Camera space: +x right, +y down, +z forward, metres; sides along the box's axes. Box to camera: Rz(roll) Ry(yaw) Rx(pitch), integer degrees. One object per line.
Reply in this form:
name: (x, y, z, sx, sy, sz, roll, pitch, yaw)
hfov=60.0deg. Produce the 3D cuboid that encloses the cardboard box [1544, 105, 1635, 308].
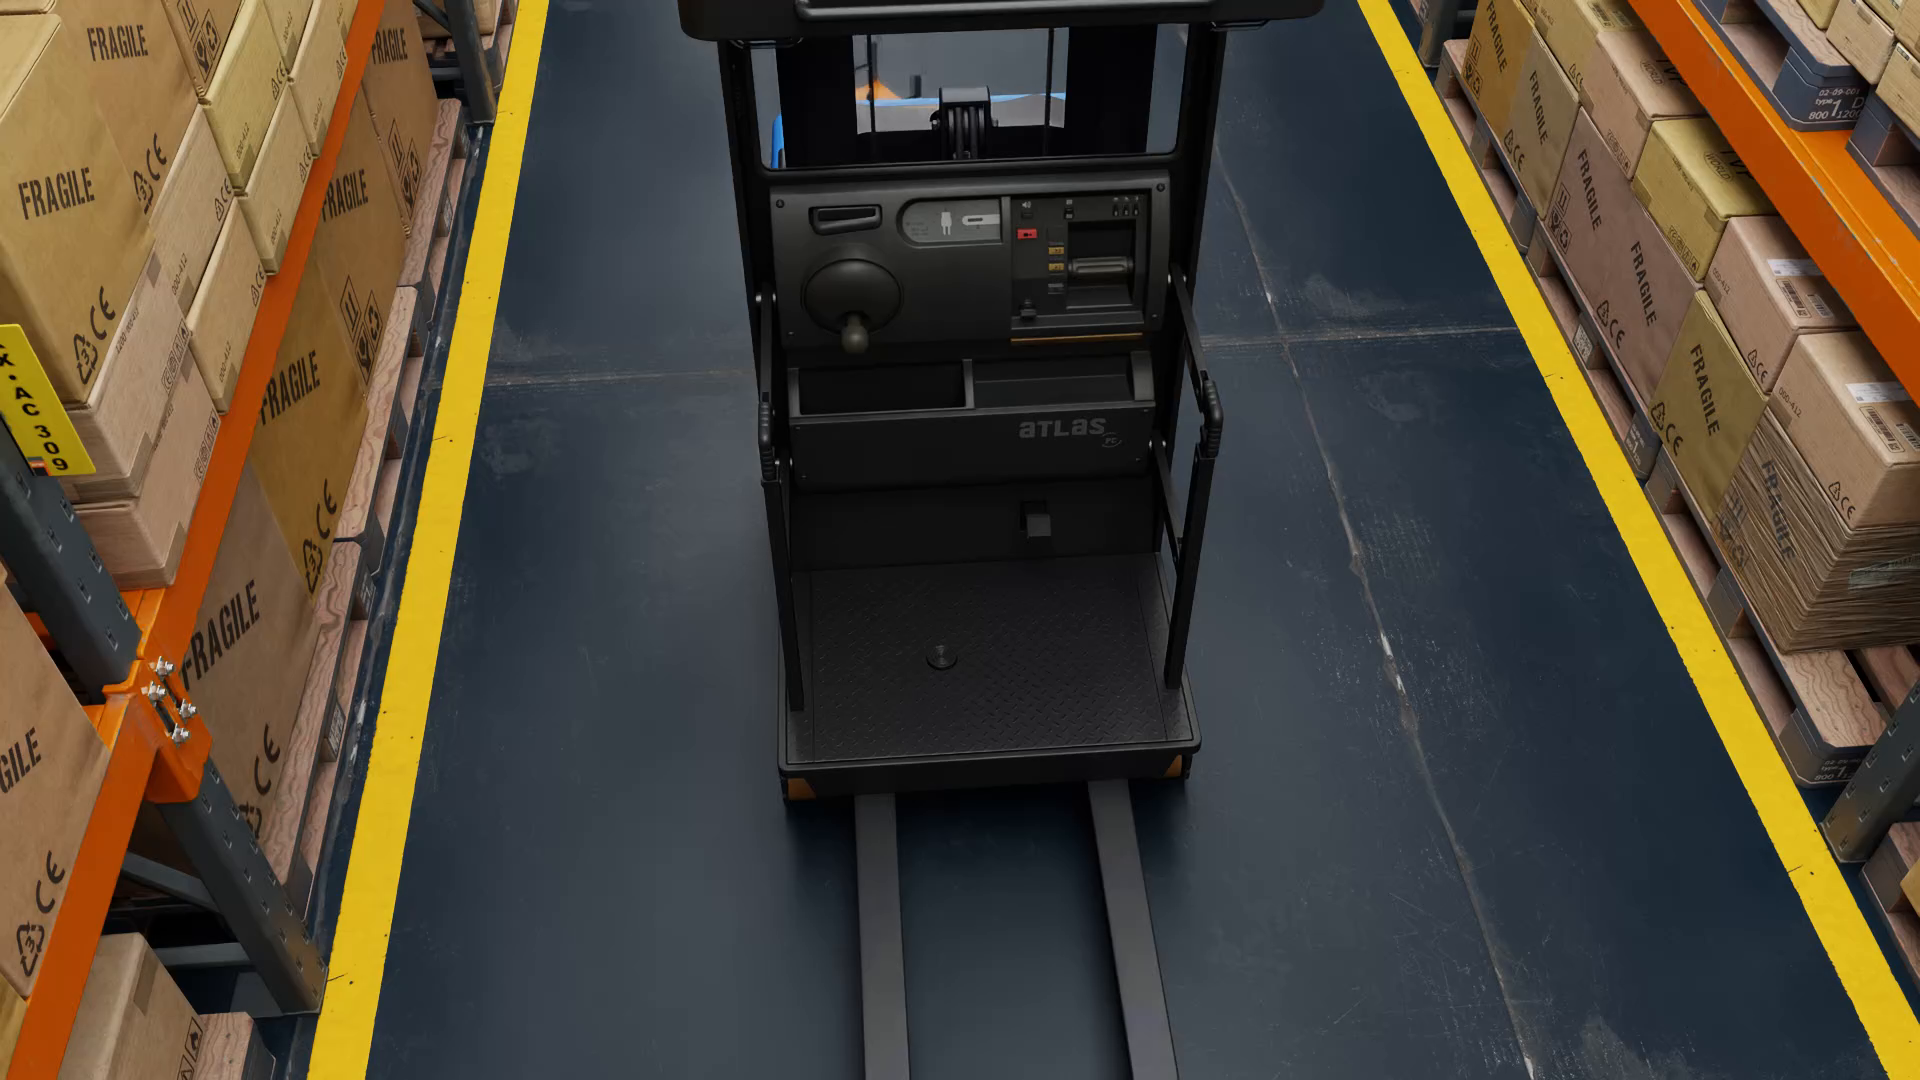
cardboard box: (2.395, -1.157, 5.712, 0.500, 0.500, 0.500, -5, 47, -4)

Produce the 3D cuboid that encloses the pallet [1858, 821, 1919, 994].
pallet: (2.924, 1.203, 3.965, 1.003, 0.211, 1.213, -3, 47, -3)

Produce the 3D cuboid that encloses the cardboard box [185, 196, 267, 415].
cardboard box: (-1.911, -0.523, 3.783, 0.500, 0.250, 0.500, -5, 47, -4)

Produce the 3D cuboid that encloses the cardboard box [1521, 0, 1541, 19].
cardboard box: (2.314, -2.163, 6.148, 0.500, 0.250, 0.500, -5, 47, -5)

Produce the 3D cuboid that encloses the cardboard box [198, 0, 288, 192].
cardboard box: (-1.935, -1.064, 3.951, 0.500, 0.250, 0.500, -3, 47, -3)

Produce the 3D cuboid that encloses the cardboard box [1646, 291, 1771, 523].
cardboard box: (2.477, -0.416, 5.010, 0.500, 0.500, 0.500, -4, 47, -4)

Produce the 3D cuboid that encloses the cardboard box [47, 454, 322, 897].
cardboard box: (-2.224, 0.277, 4.096, 0.875, 0.875, 0.875, -2, 47, -2)

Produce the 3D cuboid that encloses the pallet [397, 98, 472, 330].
pallet: (-2.436, -1.226, 6.266, 1.003, 0.211, 1.213, -3, 47, -3)

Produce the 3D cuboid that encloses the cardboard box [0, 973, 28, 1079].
cardboard box: (-1.750, 0.792, 2.365, 0.500, 0.500, 0.500, -5, 47, -4)

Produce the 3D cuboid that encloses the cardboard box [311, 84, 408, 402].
cardboard box: (-2.381, -1.023, 5.327, 0.875, 0.875, 0.875, -3, 47, -3)

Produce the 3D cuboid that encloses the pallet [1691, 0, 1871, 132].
pallet: (2.704, -1.638, 4.868, 1.003, 0.211, 1.213, -3, 47, -3)

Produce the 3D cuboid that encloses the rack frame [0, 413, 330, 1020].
rack frame: (-2.092, 0.134, 3.057, 1.000, 3.000, 0.127, -3, 47, -3)

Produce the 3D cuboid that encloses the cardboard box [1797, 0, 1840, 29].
cardboard box: (2.489, -1.515, 4.503, 0.380, 0.149, 0.250, -2, 47, -2)

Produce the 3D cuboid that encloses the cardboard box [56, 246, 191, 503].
cardboard box: (-1.848, -0.322, 3.248, 0.500, 0.250, 0.500, -5, 47, -4)

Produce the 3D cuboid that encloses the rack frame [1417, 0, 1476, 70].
rack frame: (2.497, -3.134, 6.152, 1.000, 3.000, 0.127, -3, 47, -3)

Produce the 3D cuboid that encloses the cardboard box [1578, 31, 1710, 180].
cardboard box: (2.385, -1.437, 5.461, 0.500, 0.250, 0.500, -3, 47, -3)

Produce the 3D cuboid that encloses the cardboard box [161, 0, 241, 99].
cardboard box: (-1.952, -1.309, 3.667, 0.500, 0.500, 0.500, -5, 47, -4)

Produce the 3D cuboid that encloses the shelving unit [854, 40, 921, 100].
shelving unit: (-0.280, -1.123, 5.589, 0.215, 1.050, 0.252, -28, 53, -24)

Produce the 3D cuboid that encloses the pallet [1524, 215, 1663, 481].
pallet: (2.660, -0.729, 5.795, 1.003, 0.211, 1.213, -3, 47, -3)

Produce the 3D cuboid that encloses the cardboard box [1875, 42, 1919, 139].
cardboard box: (2.540, -1.123, 4.131, 0.380, 0.149, 0.250, -6, 47, -5)

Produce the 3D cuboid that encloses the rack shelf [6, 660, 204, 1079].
rack shelf: (-1.925, 1.829, 1.948, 1.077, 0.370, 4.000, -3, 47, -3)

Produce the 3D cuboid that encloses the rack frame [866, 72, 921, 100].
rack frame: (-0.208, -1.051, 5.522, 0.200, 1.050, 0.008, -28, 53, -24)

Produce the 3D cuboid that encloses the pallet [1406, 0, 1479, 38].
pallet: (2.506, -2.750, 7.709, 1.003, 0.211, 1.213, -3, 47, -3)

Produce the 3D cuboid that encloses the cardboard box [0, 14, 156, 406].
cardboard box: (-1.842, -0.580, 2.976, 0.500, 0.500, 0.500, -3, 47, -3)

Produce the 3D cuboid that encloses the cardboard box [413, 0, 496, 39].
cardboard box: (-2.464, -2.410, 6.987, 0.950, 0.372, 0.625, -6, 47, -6)

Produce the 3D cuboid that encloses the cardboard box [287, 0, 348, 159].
cardboard box: (-1.970, -1.257, 4.478, 0.500, 0.250, 0.500, -4, 47, -4)

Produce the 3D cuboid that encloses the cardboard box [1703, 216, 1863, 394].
cardboard box: (2.488, -0.679, 4.743, 0.500, 0.250, 0.500, -1, 47, -1)

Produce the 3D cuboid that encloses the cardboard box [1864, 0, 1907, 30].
cardboard box: (2.513, -1.432, 4.219, 0.380, 0.149, 0.250, -6, 47, -5)

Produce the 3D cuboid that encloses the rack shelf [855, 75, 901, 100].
rack shelf: (-0.279, -1.311, 5.391, 0.215, 0.259, 0.240, -28, 53, -24)

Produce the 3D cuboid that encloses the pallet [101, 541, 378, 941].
pallet: (-2.232, 0.539, 4.594, 1.003, 0.211, 1.213, -3, 47, -3)

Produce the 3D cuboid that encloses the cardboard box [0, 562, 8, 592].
cardboard box: (-1.777, 0.081, 2.350, 0.500, 0.500, 0.500, -4, 47, -4)

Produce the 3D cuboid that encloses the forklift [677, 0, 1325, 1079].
forklift: (0.046, -0.552, 3.754, 1.130, 2.935, 3.031, -3, 47, -3)

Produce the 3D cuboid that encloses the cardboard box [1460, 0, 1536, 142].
cardboard box: (2.302, -1.891, 6.408, 0.500, 0.500, 0.500, -5, 47, -5)
